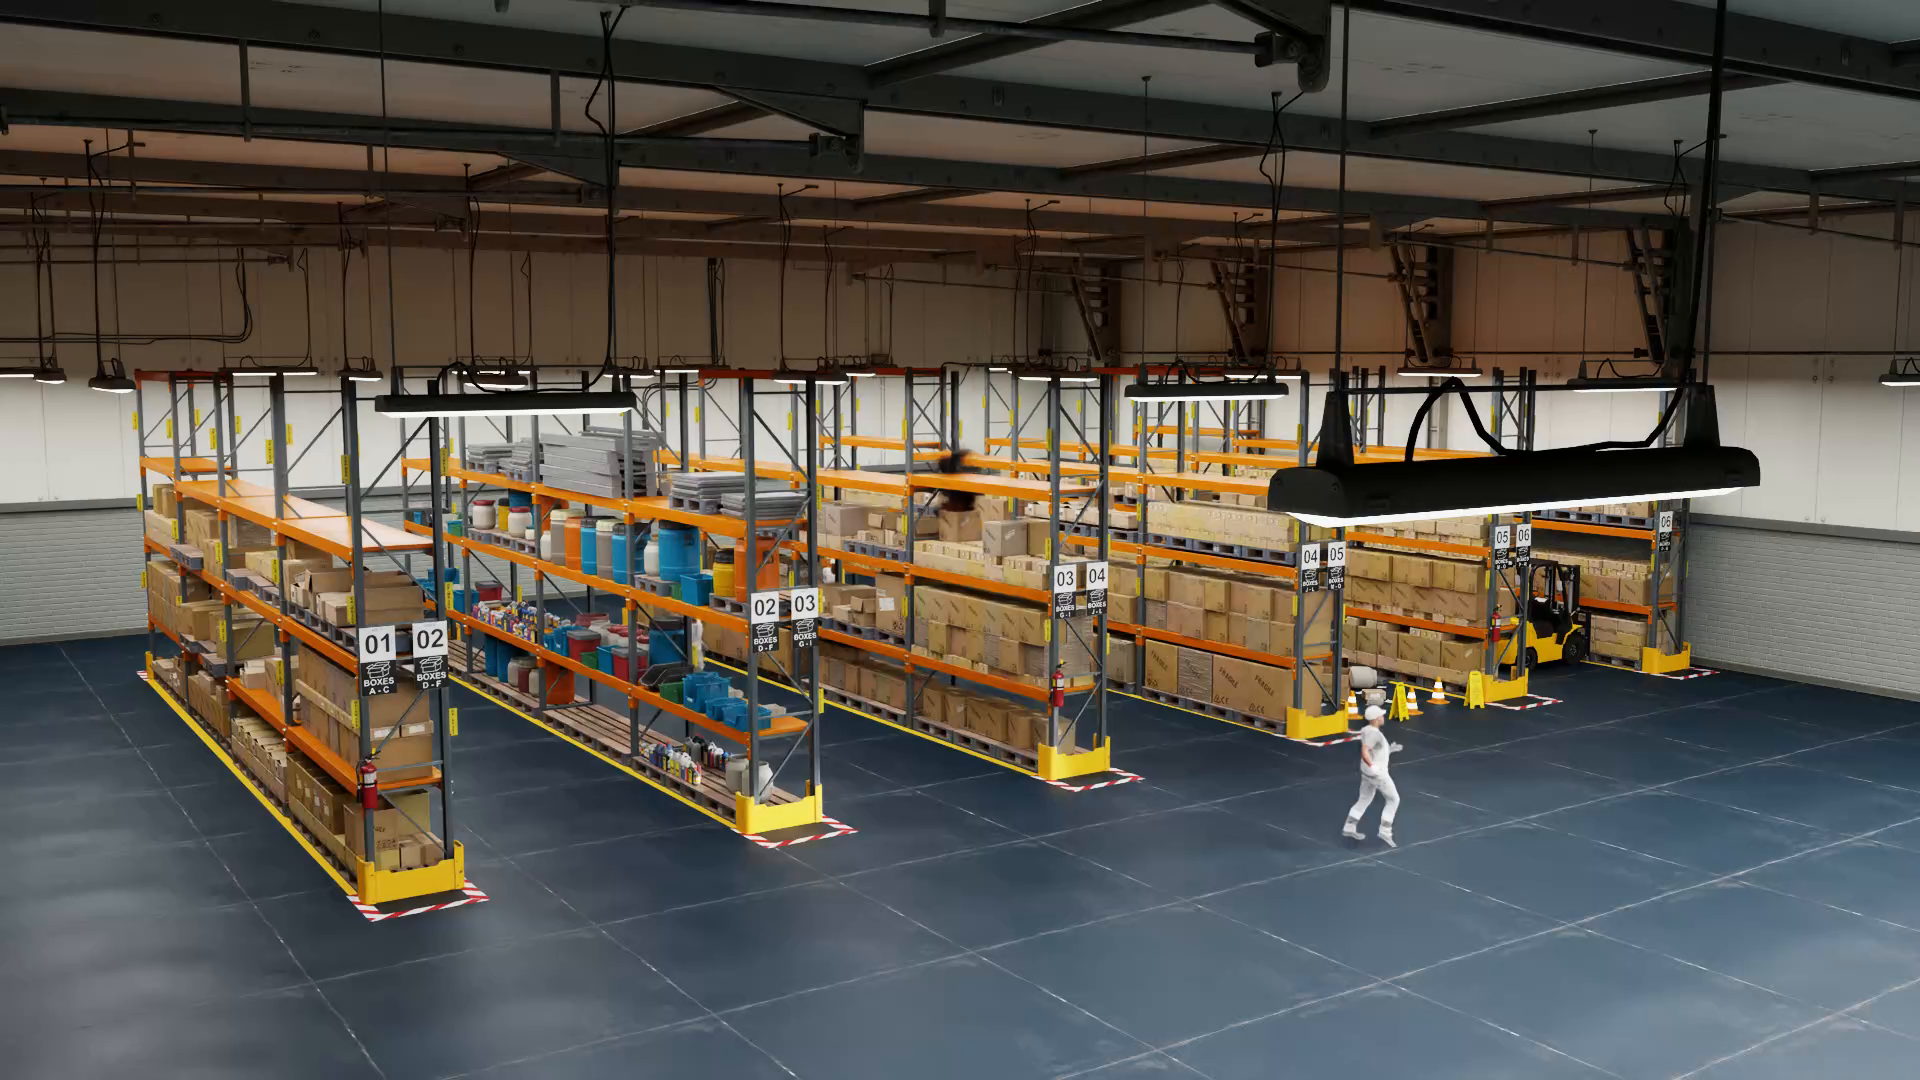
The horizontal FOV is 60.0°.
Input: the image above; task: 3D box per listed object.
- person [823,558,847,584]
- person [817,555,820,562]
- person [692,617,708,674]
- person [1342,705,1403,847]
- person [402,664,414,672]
[{"bbox_3d":[-2.929,1.215,37.689,0.682,1.678,0.887,-5,8,-40],"label":"person"},{"bbox_3d":[-3.562,0.801,41.743,0.707,1.643,0.885,6,9,44],"label":"person"},{"bbox_3d":[-4.994,2.018,30.648,0.695,1.733,0.669,6,9,44],"label":"person"},{"bbox_3d":[5.324,3.037,21.345,0.774,1.846,0.643,-1,7,-8],"label":"person"},{"bbox_3d":[-9.347,2.282,28.319,0.657,1.721,0.612,-6,9,-44],"label":"person"}]
